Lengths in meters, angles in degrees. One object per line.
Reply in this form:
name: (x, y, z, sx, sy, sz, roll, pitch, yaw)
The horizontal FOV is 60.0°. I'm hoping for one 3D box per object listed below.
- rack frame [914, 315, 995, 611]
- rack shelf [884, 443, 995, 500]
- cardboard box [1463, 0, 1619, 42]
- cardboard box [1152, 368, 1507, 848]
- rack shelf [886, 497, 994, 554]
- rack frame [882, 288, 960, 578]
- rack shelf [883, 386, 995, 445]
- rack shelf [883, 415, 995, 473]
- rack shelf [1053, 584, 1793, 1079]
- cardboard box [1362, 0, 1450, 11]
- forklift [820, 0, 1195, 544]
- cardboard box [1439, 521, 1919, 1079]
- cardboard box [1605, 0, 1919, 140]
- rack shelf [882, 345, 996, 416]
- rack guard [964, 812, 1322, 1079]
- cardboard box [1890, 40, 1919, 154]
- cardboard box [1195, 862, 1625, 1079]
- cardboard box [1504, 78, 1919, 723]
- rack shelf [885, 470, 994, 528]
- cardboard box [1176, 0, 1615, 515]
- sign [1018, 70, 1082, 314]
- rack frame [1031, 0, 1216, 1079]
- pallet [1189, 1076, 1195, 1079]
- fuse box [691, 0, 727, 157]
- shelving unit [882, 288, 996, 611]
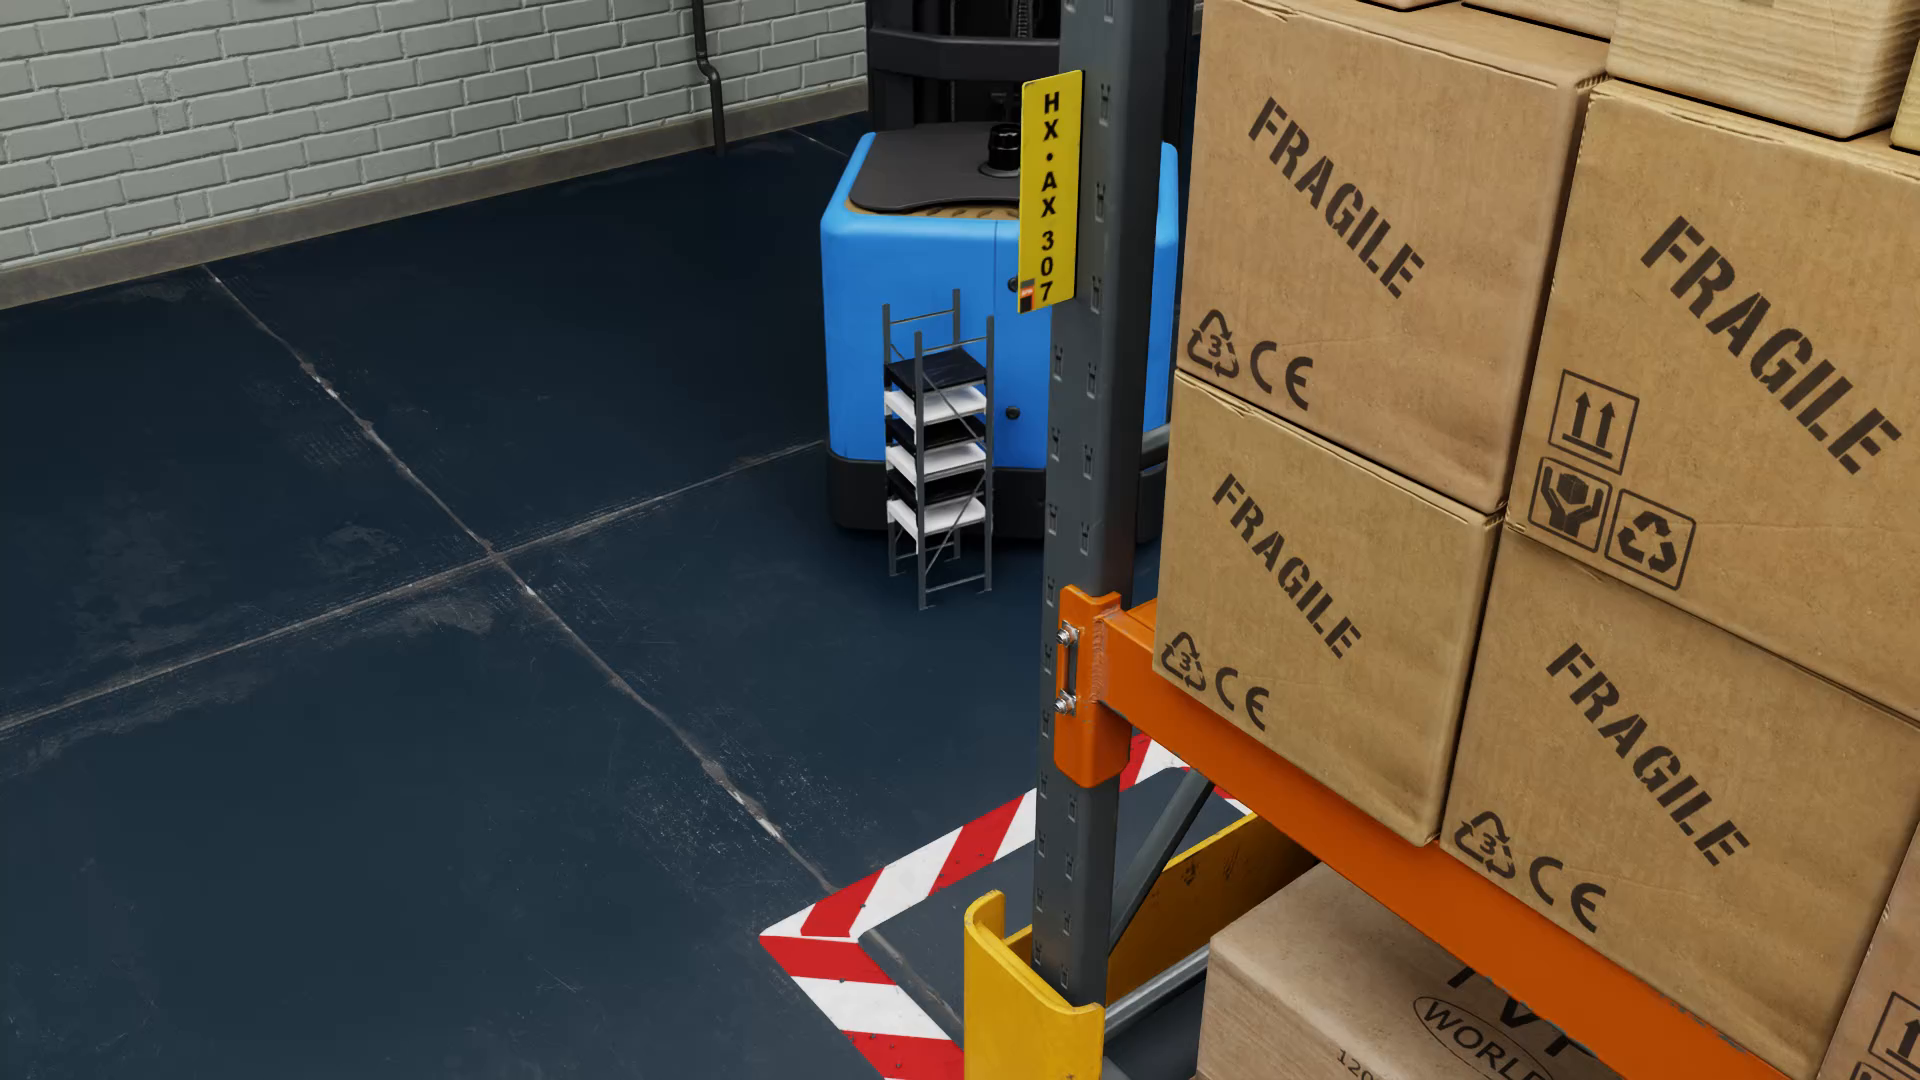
rack frame: (-0.014, -0.202, 4.721, 0.240, 0.900, 0.006, -15, 35, -23)
rack shelf: (-0.060, -0.221, 4.816, 0.258, 0.077, 0.200, -15, 35, -23)
cardboard box: (0.780, -0.665, 1.820, 0.380, 0.149, 0.250, -21, 38, -30)
cardboard box: (0.631, 0.005, 2.305, 0.500, 0.500, 0.500, -23, 38, -32)
rack shelf: (-0.060, -0.068, 4.911, 0.258, 0.077, 0.200, -15, 35, -23)
rack frame: (-0.107, -0.297, 4.875, 0.240, 0.900, 0.006, -15, 35, -23)
rack shelf: (-0.060, -0.374, 4.721, 0.258, 0.077, 0.200, -15, 35, -23)
rack shelf: (-0.060, -0.297, 4.768, 0.258, 0.077, 0.200, -15, 35, -23)
rack shelf: (1.790, 0.893, 1.650, 1.077, 0.370, 4.000, -22, 38, -31)
cardboard box: (0.563, -0.751, 1.959, 0.380, 0.149, 0.250, -21, 38, -30)
forklift: (0.256, -1.989, 5.674, 1.130, 2.935, 3.031, 3, 32, 5)
cardboard box: (0.963, 0.207, 1.980, 0.500, 0.500, 0.500, -23, 38, -32)
cardboard box: (0.848, -0.519, 1.586, 0.380, 0.149, 0.250, -21, 38, -30)
rack shelf: (-0.060, -0.450, 4.673, 0.258, 0.077, 0.200, -15, 35, -23)
rack guard: (0.549, 0.806, 3.478, 1.175, 0.500, 0.348, -22, 38, -31)
cardboard box: (1.024, -0.415, 1.419, 0.380, 0.149, 0.250, -24, 39, -33)
cardboard box: (1.047, 0.907, 2.977, 0.875, 0.438, 0.875, -24, 39, -33)
cardboard box: (0.955, -0.208, 1.699, 0.500, 0.500, 0.500, -23, 39, -33)
rack shelf: (-0.060, -0.144, 4.863, 0.258, 0.077, 0.200, -15, 35, -23)
cardboard box: (0.633, -0.421, 2.042, 0.500, 0.500, 0.500, -23, 39, -32)
sign: (0.122, -0.470, 2.268, 0.100, 0.325, 0.005, -22, 38, -31)
rack frame: (0.564, -0.246, 2.803, 1.000, 3.000, 0.127, -22, 38, -31)
pallet: (1.116, 1.247, 3.043, 1.003, 0.211, 1.213, -22, 38, -31)
fuse box: (-1.164, -2.660, 7.910, 0.539, 1.711, 0.414, -22, 38, -31)
shelving unit: (-0.060, -0.249, 4.798, 0.258, 0.900, 0.210, -15, 35, -23)
